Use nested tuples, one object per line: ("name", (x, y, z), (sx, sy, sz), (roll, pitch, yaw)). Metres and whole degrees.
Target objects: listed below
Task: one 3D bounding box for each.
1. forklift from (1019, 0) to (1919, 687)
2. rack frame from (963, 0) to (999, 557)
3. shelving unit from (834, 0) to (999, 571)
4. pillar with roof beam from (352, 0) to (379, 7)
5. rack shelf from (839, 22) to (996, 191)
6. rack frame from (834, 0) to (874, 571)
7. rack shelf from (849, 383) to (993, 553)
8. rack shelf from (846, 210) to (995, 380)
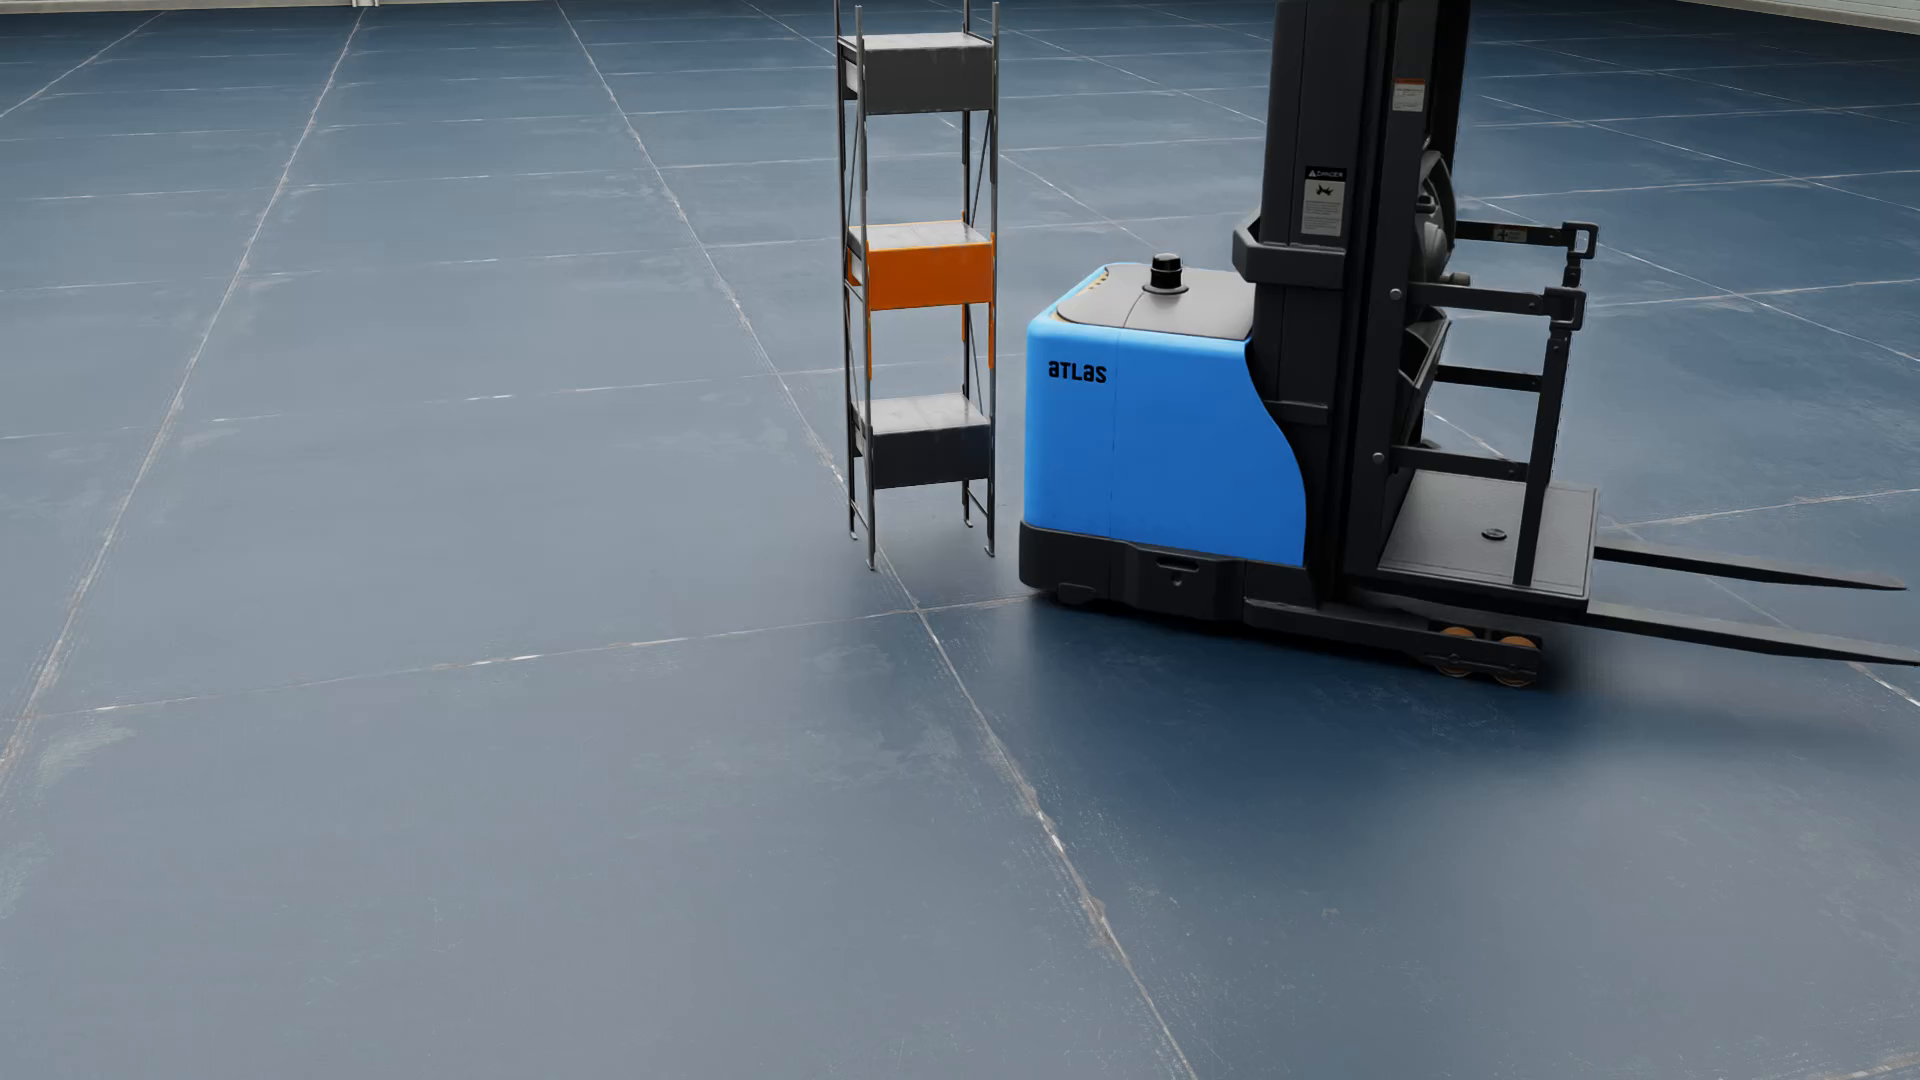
("forklift", (1.791, -1.090, 5.573), (3.031, 2.935, 1.130), (9, 25, 20))
("rack frame", (0.076, -0.973, 6.355), (0.015, 2.100, 0.400), (-6, 24, -14))
("shelving unit", (-0.159, -0.947, 6.295), (0.503, 2.100, 0.431), (-6, 24, -14))
("pillar with roof beam", (-8.450, -11.153, 21.331), (0.400, 9.000, 9.100), (-6, 24, -14))
("rack shelf", (-0.159, -1.578, 6.024), (0.480, 0.518, 0.431), (-6, 24, -14))
("rack frame", (-0.394, -0.921, 6.234), (0.015, 2.100, 0.400), (-6, 24, -14))
("rack shelf", (-0.159, -0.291, 6.576), (0.480, 0.518, 0.431), (-6, 24, -14))
("rack shelf", (-0.159, -0.935, 6.300), (0.480, 0.518, 0.431), (-6, 24, -14))
